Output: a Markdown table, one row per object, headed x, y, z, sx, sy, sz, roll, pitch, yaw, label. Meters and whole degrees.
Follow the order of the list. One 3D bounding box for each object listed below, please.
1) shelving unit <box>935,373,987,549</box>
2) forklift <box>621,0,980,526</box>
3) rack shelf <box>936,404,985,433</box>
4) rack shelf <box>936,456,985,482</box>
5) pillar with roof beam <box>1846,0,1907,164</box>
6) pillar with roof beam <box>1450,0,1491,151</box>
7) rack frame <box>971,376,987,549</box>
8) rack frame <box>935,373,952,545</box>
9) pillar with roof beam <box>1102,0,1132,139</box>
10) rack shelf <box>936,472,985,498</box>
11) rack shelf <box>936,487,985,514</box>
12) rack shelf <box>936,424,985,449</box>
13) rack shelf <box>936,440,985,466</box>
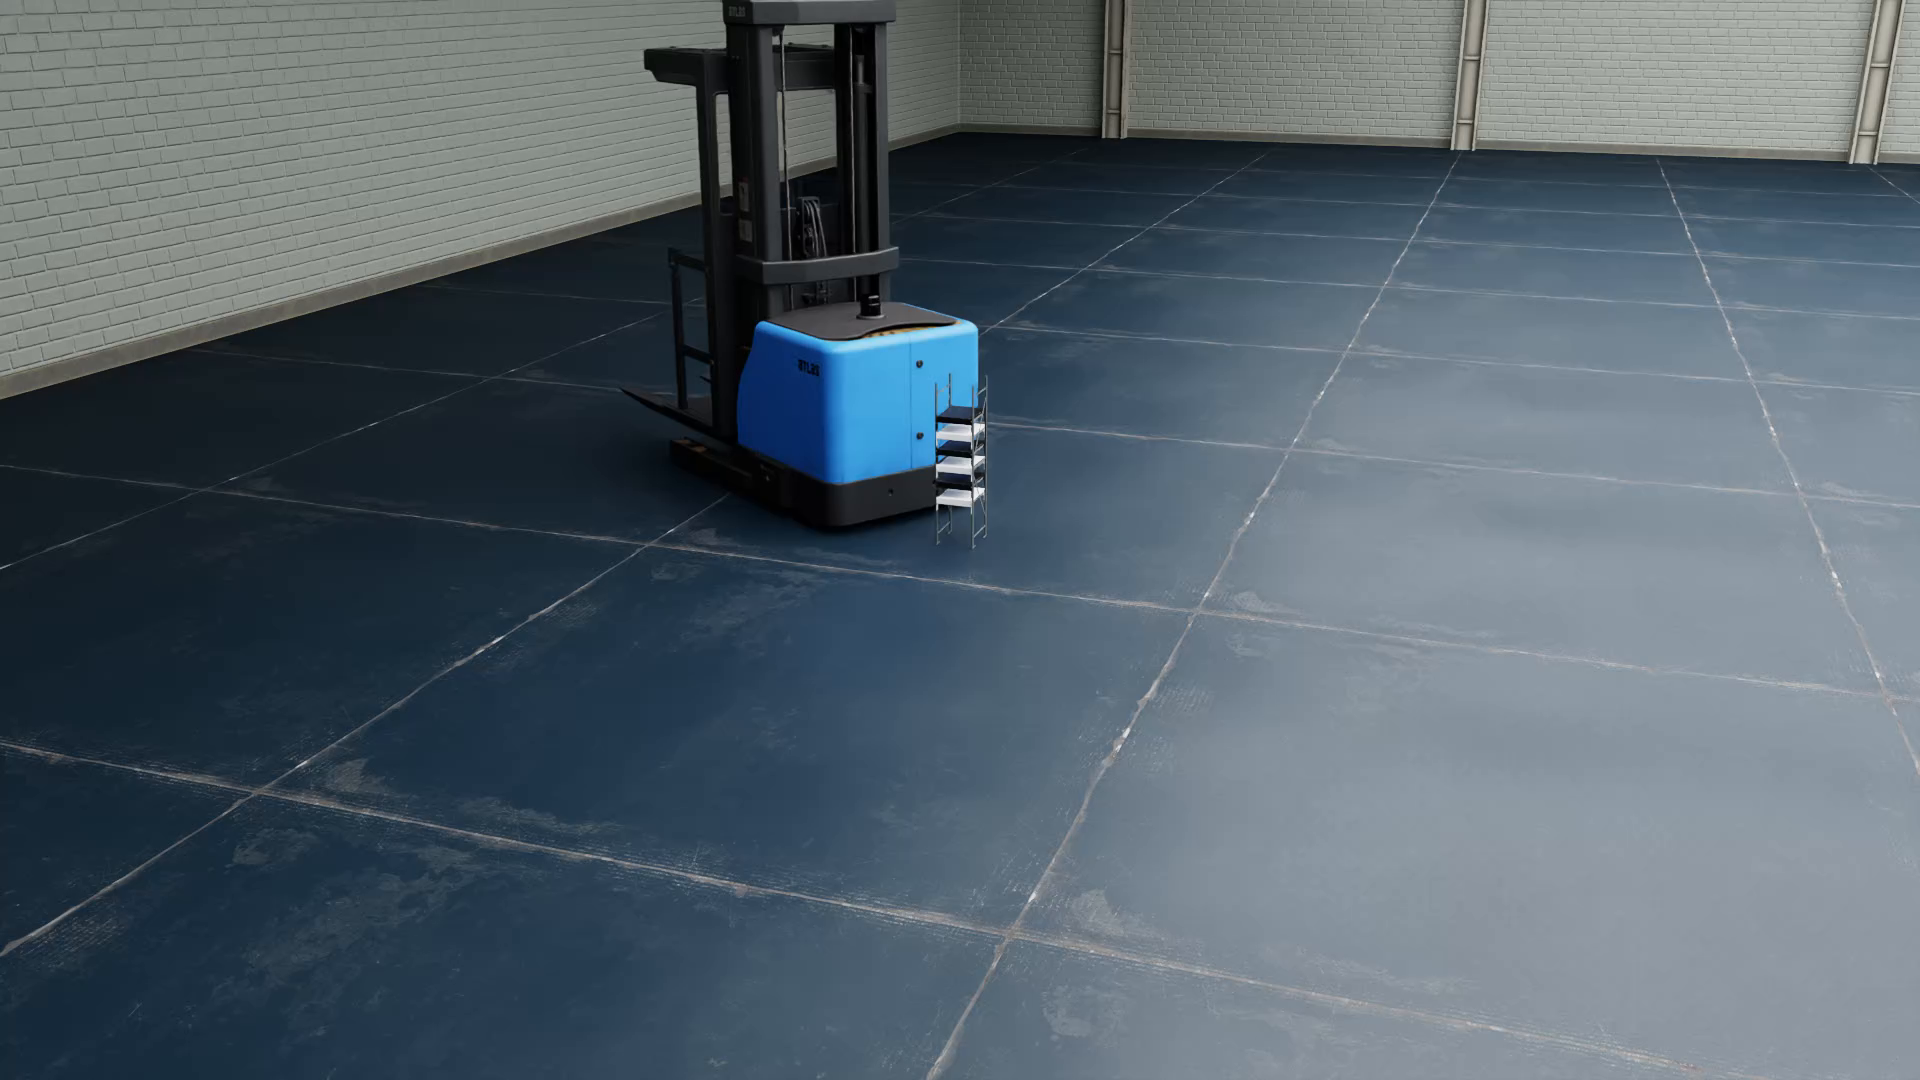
| x | y | z | sx | sy | sz | roll | pitch | yaw | label |
| --- | --- | --- | --- | --- | --- | --- | --- | --- | --- |
| 0.008 | -0.424 | 8.926 | 0.210 | 0.900 | 0.258 | 7 | 20 | 18 | shelving unit |
| -1.161 | -1.881 | 10.021 | 1.130 | 2.935 | 3.031 | -14 | 23 | -34 | forklift |
| 0.008 | -0.648 | 8.848 | 0.200 | 0.077 | 0.258 | 7 | 20 | 18 | rack shelf |
| 0.008 | -0.393 | 8.937 | 0.200 | 0.077 | 0.258 | 7 | 20 | 18 | rack shelf |
| 12.683 | -8.809 | 20.676 | 0.400 | 9.000 | 9.100 | 7 | 20 | 18 | pillar with roof beam |
| 7.015 | -9.457 | 22.536 | 0.400 | 9.000 | 9.100 | 7 | 20 | 18 | pillar with roof beam |
| 0.104 | -0.413 | 8.894 | 0.006 | 0.900 | 0.240 | 7 | 20 | 18 | rack frame |
| -0.088 | -0.435 | 8.957 | 0.006 | 0.900 | 0.240 | 7 | 20 | 18 | rack frame |
| 1.347 | -10.105 | 24.395 | 0.400 | 9.000 | 9.100 | 7 | 20 | 18 | pillar with roof beam |
| 0.008 | -0.308 | 8.966 | 0.200 | 0.077 | 0.258 | 7 | 20 | 18 | rack shelf |
| 0.008 | -0.223 | 8.996 | 0.200 | 0.077 | 0.258 | 7 | 20 | 18 | rack shelf |
| 0.008 | -0.563 | 8.877 | 0.200 | 0.077 | 0.258 | 7 | 20 | 18 | rack shelf |
| 0.008 | -0.478 | 8.907 | 0.200 | 0.077 | 0.258 | 7 | 20 | 18 | rack shelf |
